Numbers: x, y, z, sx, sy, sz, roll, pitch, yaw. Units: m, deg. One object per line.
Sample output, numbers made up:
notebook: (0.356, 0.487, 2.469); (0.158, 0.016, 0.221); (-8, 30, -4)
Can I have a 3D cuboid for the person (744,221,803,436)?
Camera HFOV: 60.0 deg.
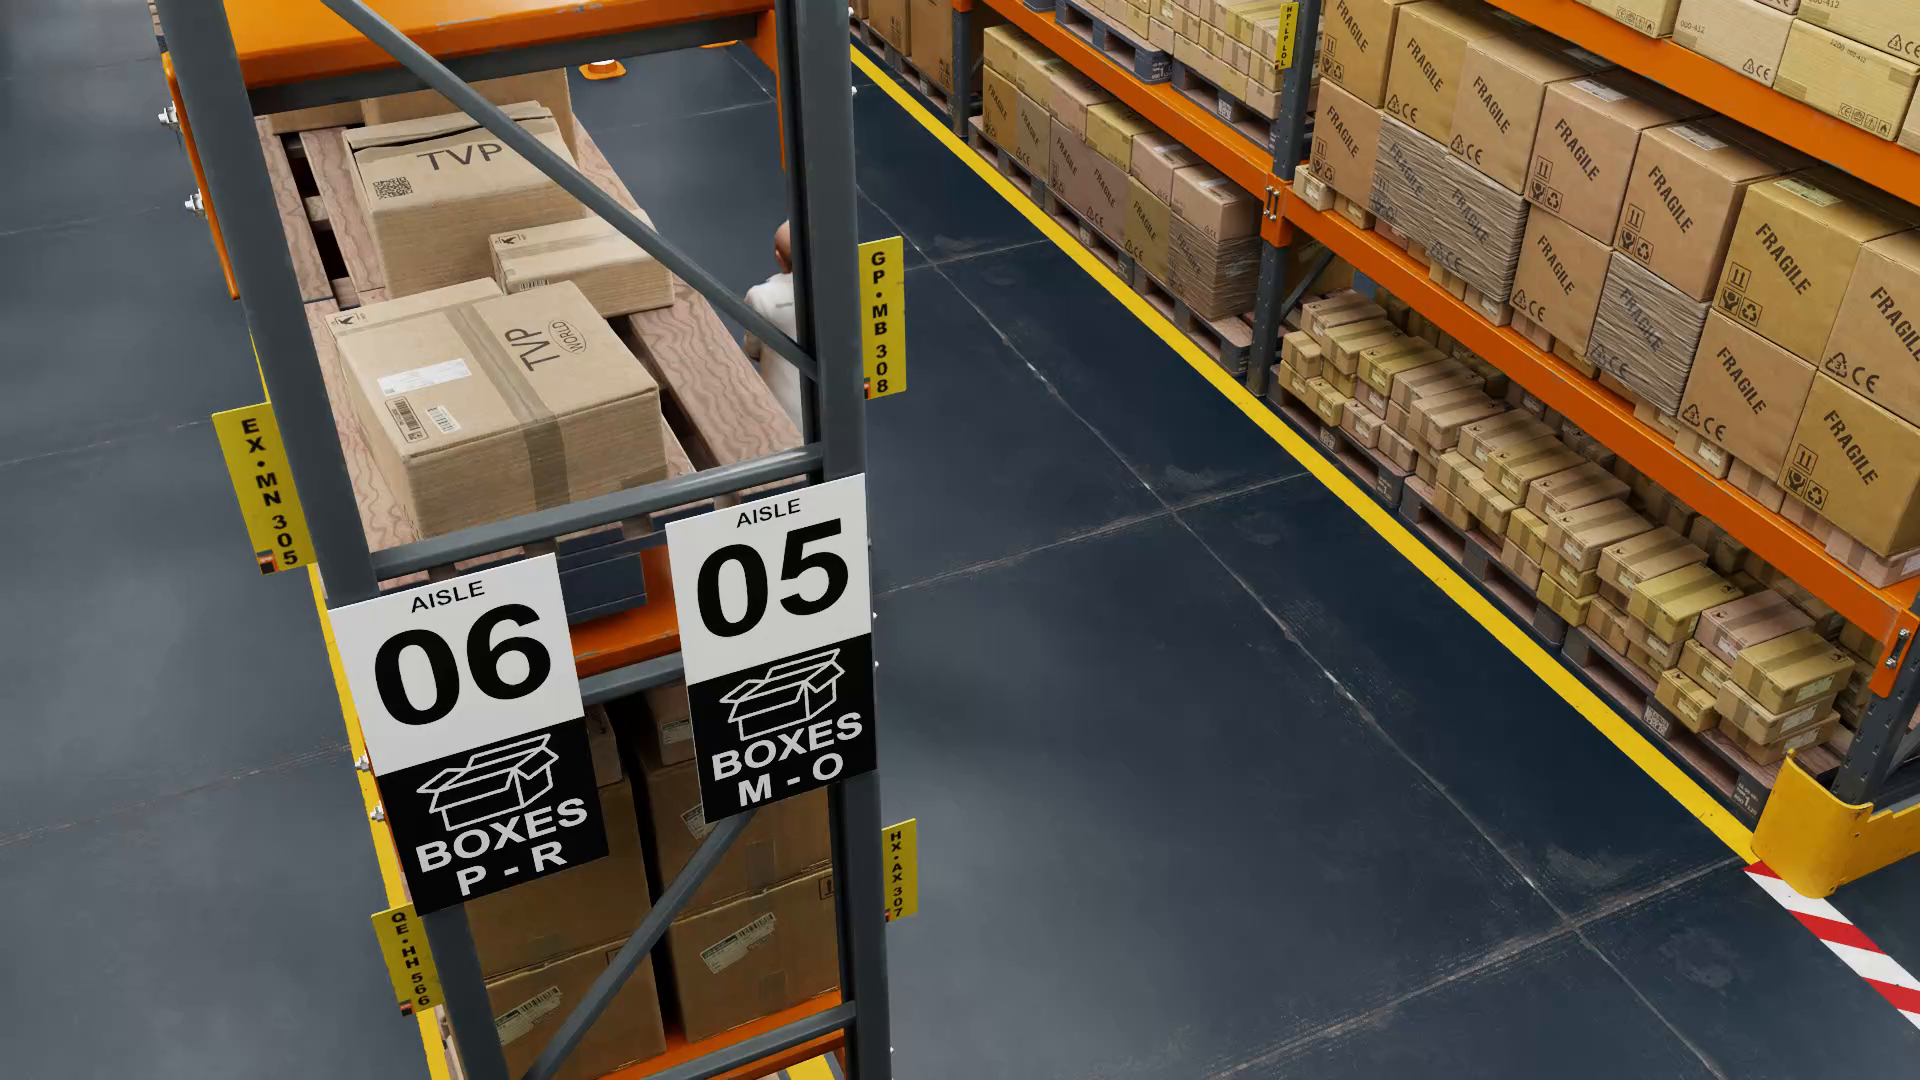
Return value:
person: (-0.783, -0.771, 7.906); (0.530, 1.769, 0.563); (-16, 39, -20)
